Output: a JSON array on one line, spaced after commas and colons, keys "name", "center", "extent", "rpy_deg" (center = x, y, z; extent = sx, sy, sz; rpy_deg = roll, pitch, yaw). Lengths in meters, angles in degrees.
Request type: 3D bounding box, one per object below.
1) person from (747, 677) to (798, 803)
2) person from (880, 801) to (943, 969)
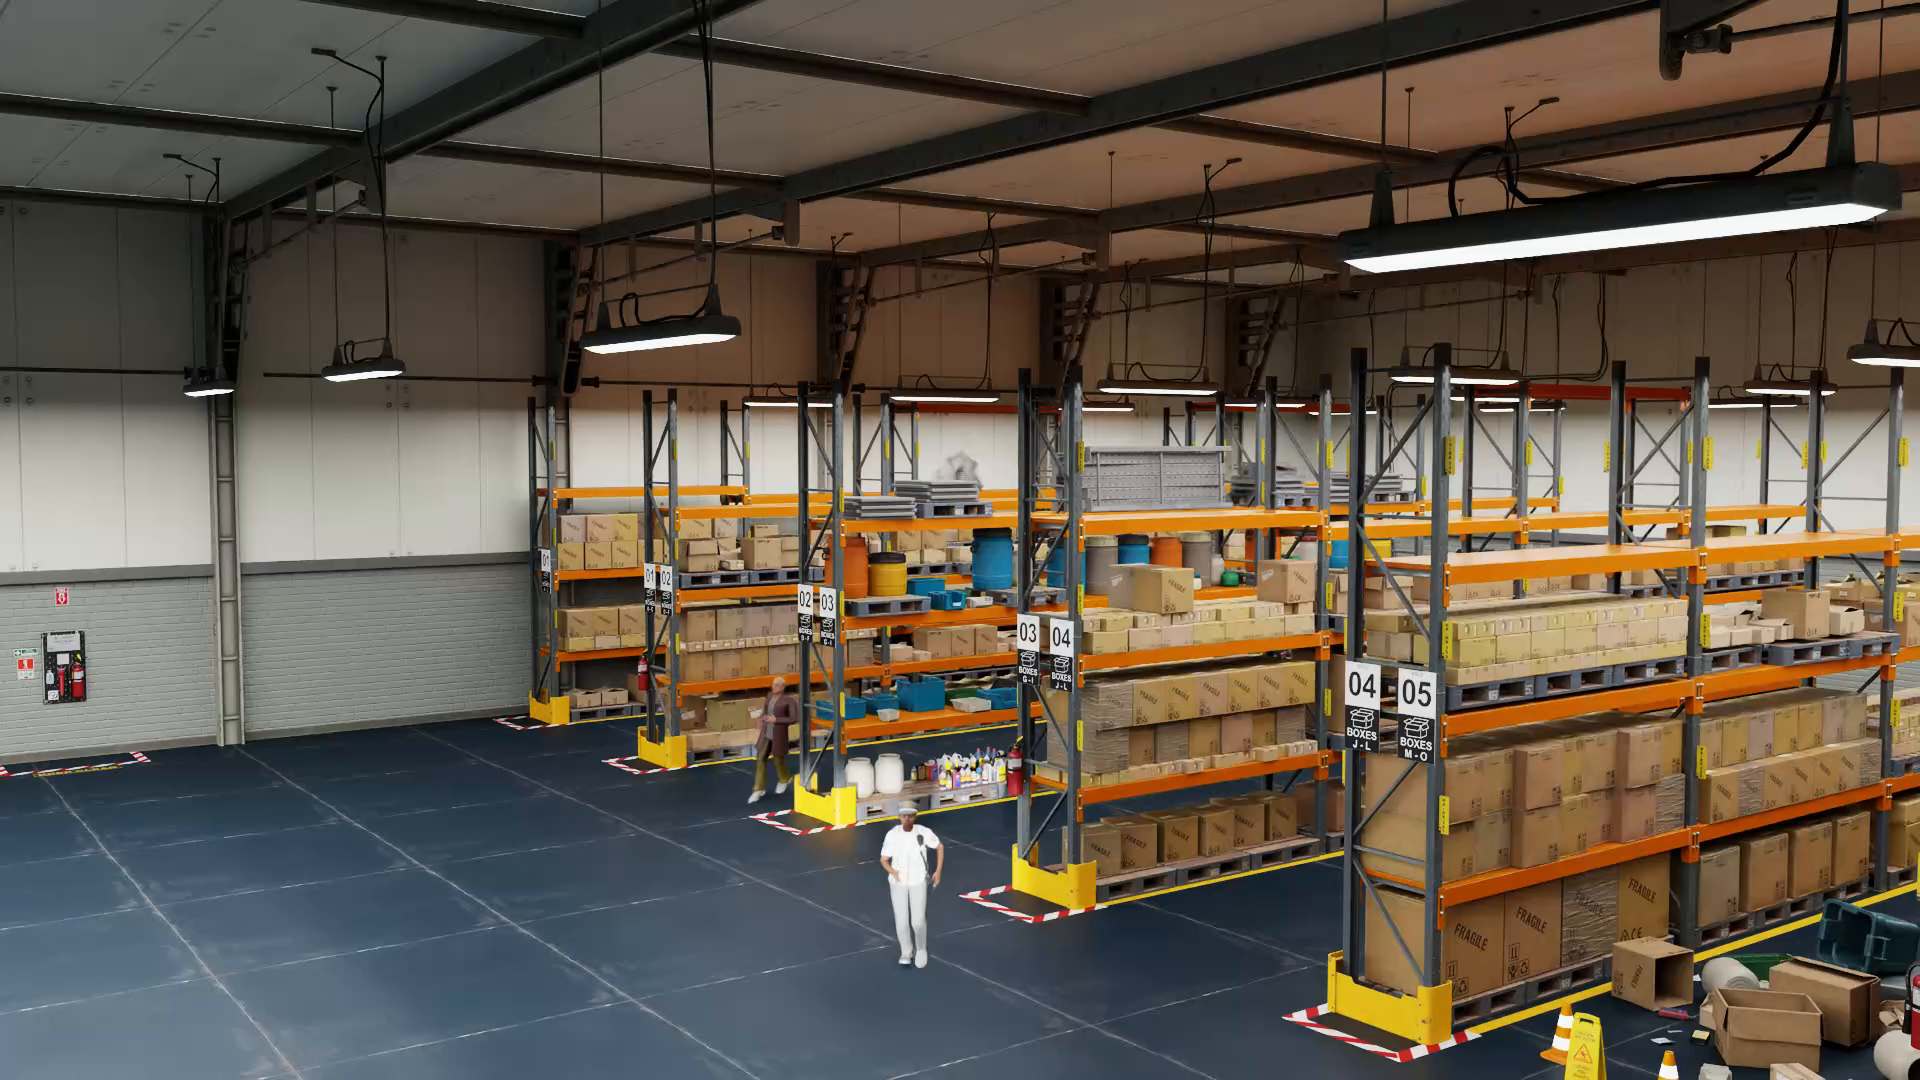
[{"name": "person", "center": [-2.612, 2.874, 24.077], "extent": [0.704, 1.814, 0.941], "rpy_deg": [2, 4, 28]}, {"name": "person", "center": [-0.472, 3.370, 16.225], "extent": [0.598, 1.687, 0.641], "rpy_deg": [0, 3, 2]}]
